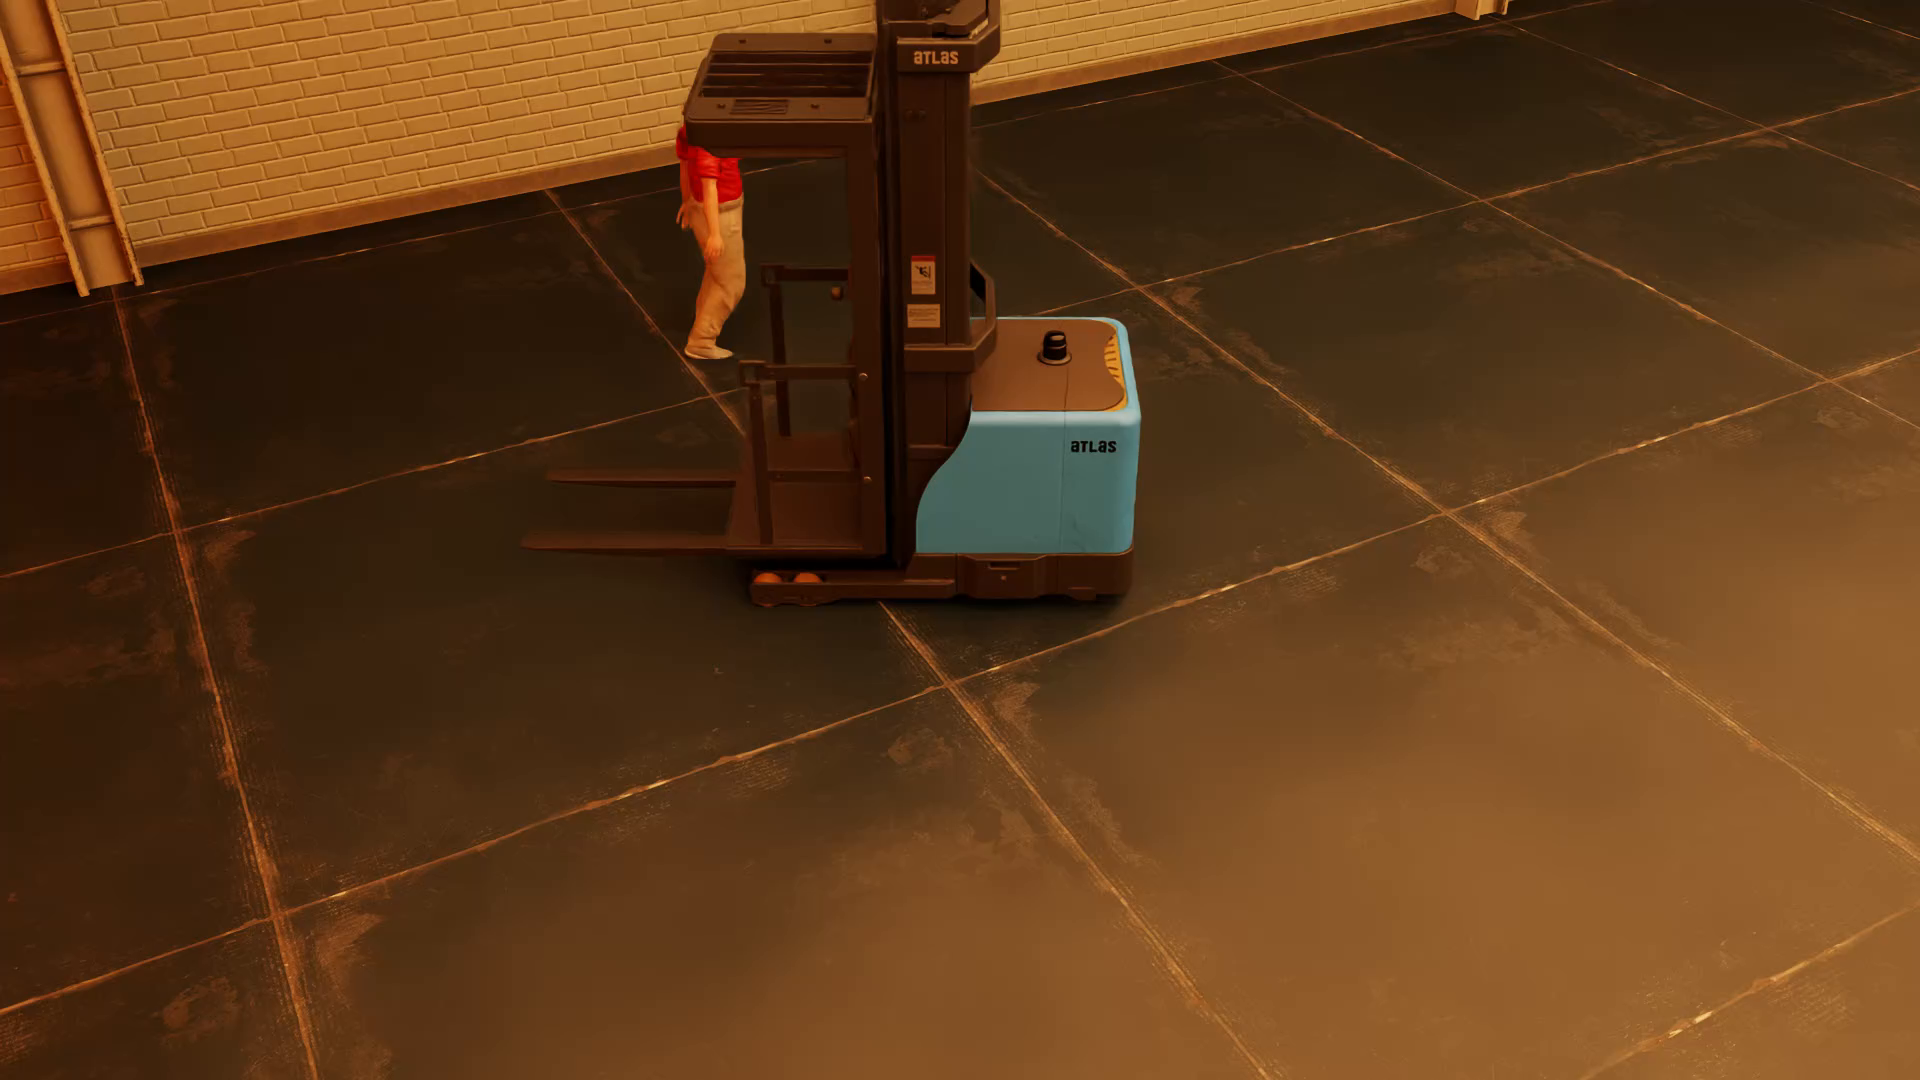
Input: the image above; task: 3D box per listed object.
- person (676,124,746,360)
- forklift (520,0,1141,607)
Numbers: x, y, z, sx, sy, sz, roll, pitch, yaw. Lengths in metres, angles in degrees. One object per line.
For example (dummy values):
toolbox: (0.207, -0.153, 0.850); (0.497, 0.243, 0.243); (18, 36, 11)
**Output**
person: (-1.512, -1.899, 9.954); (0.476, 1.716, 0.874); (-11, 37, -15)
forklift: (-0.664, -1.174, 7.784); (3.031, 2.935, 1.130); (0, 35, 0)
